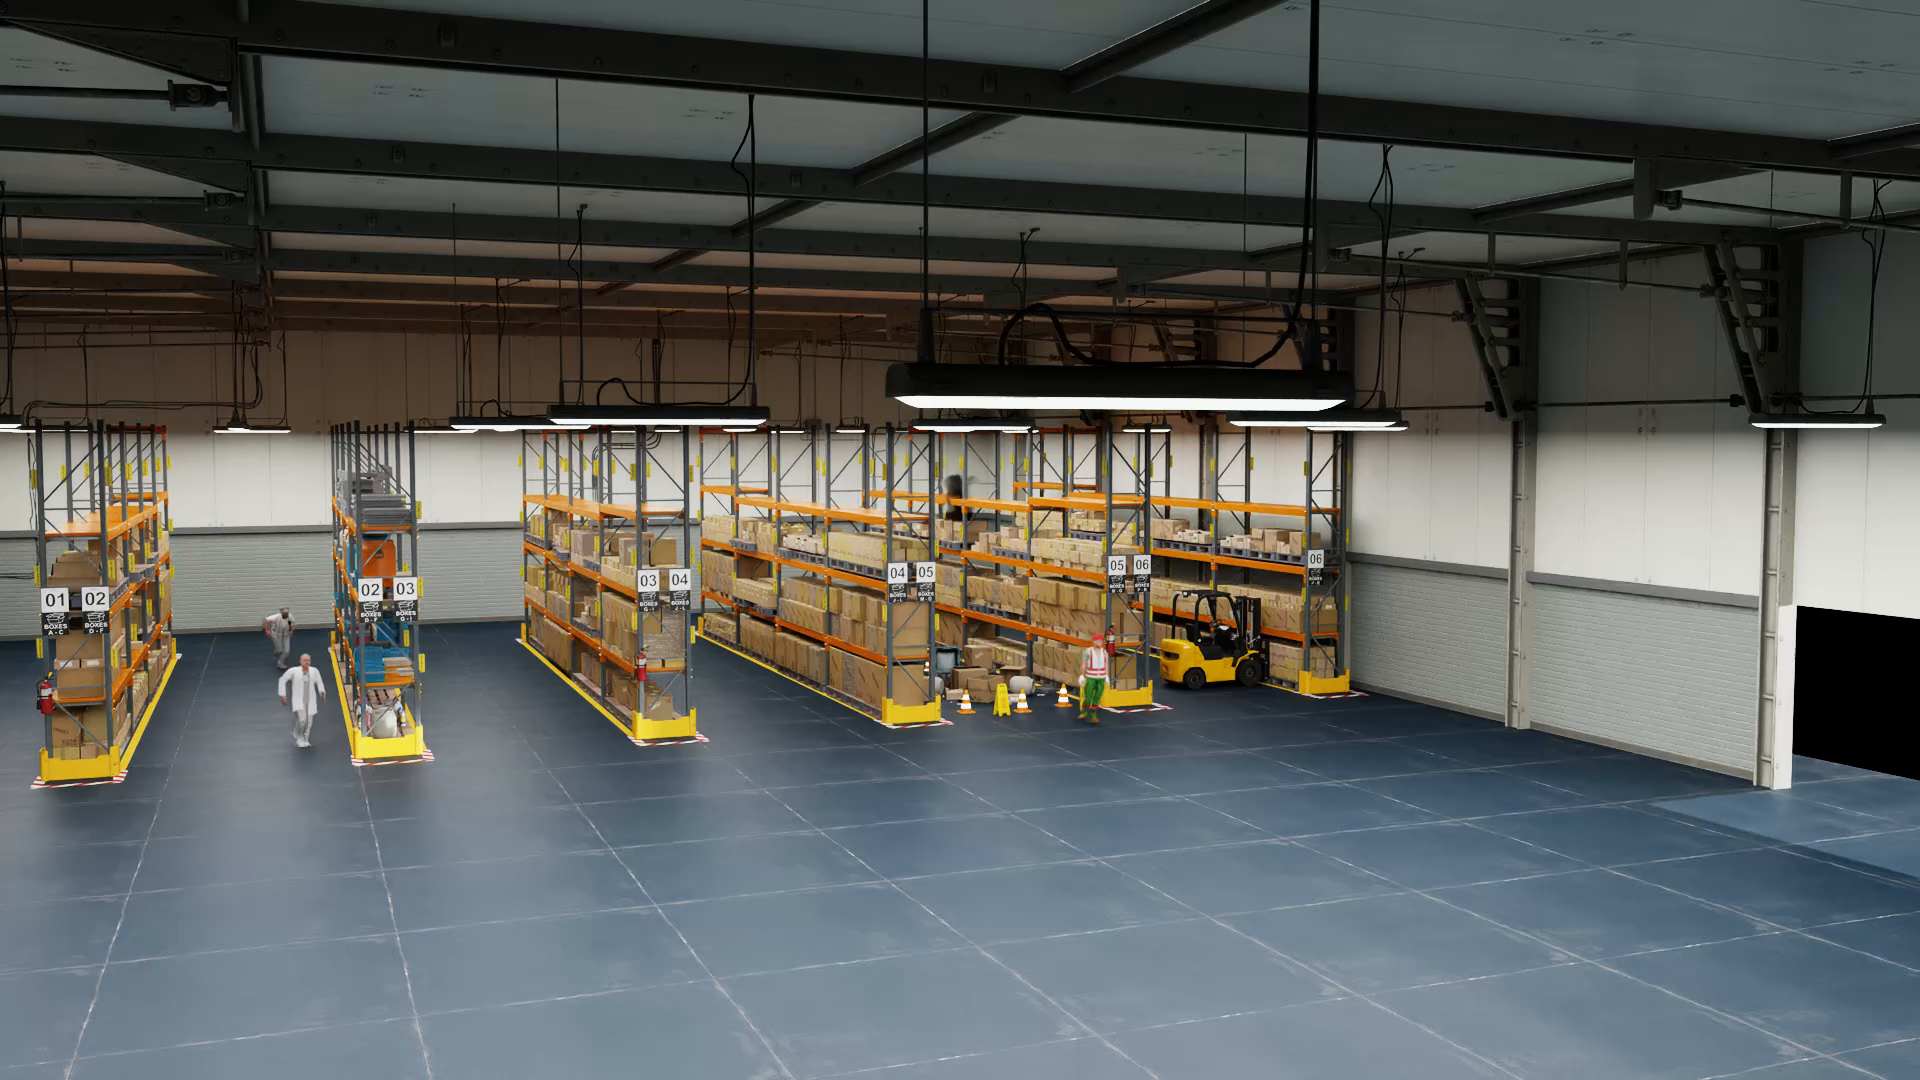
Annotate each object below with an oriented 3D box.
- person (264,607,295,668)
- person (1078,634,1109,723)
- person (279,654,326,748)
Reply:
[{"bbox_3d":[-16.689,2.400,40.812,0.695,1.563,0.840,-3,4,-37],"label":"person"},{"bbox_3d":[2.659,2.749,33.170,0.612,1.780,0.441,-1,4,-23],"label":"person"},{"bbox_3d":[-12.016,2.952,30.447,0.740,1.724,0.785,-3,5,-39],"label":"person"}]
